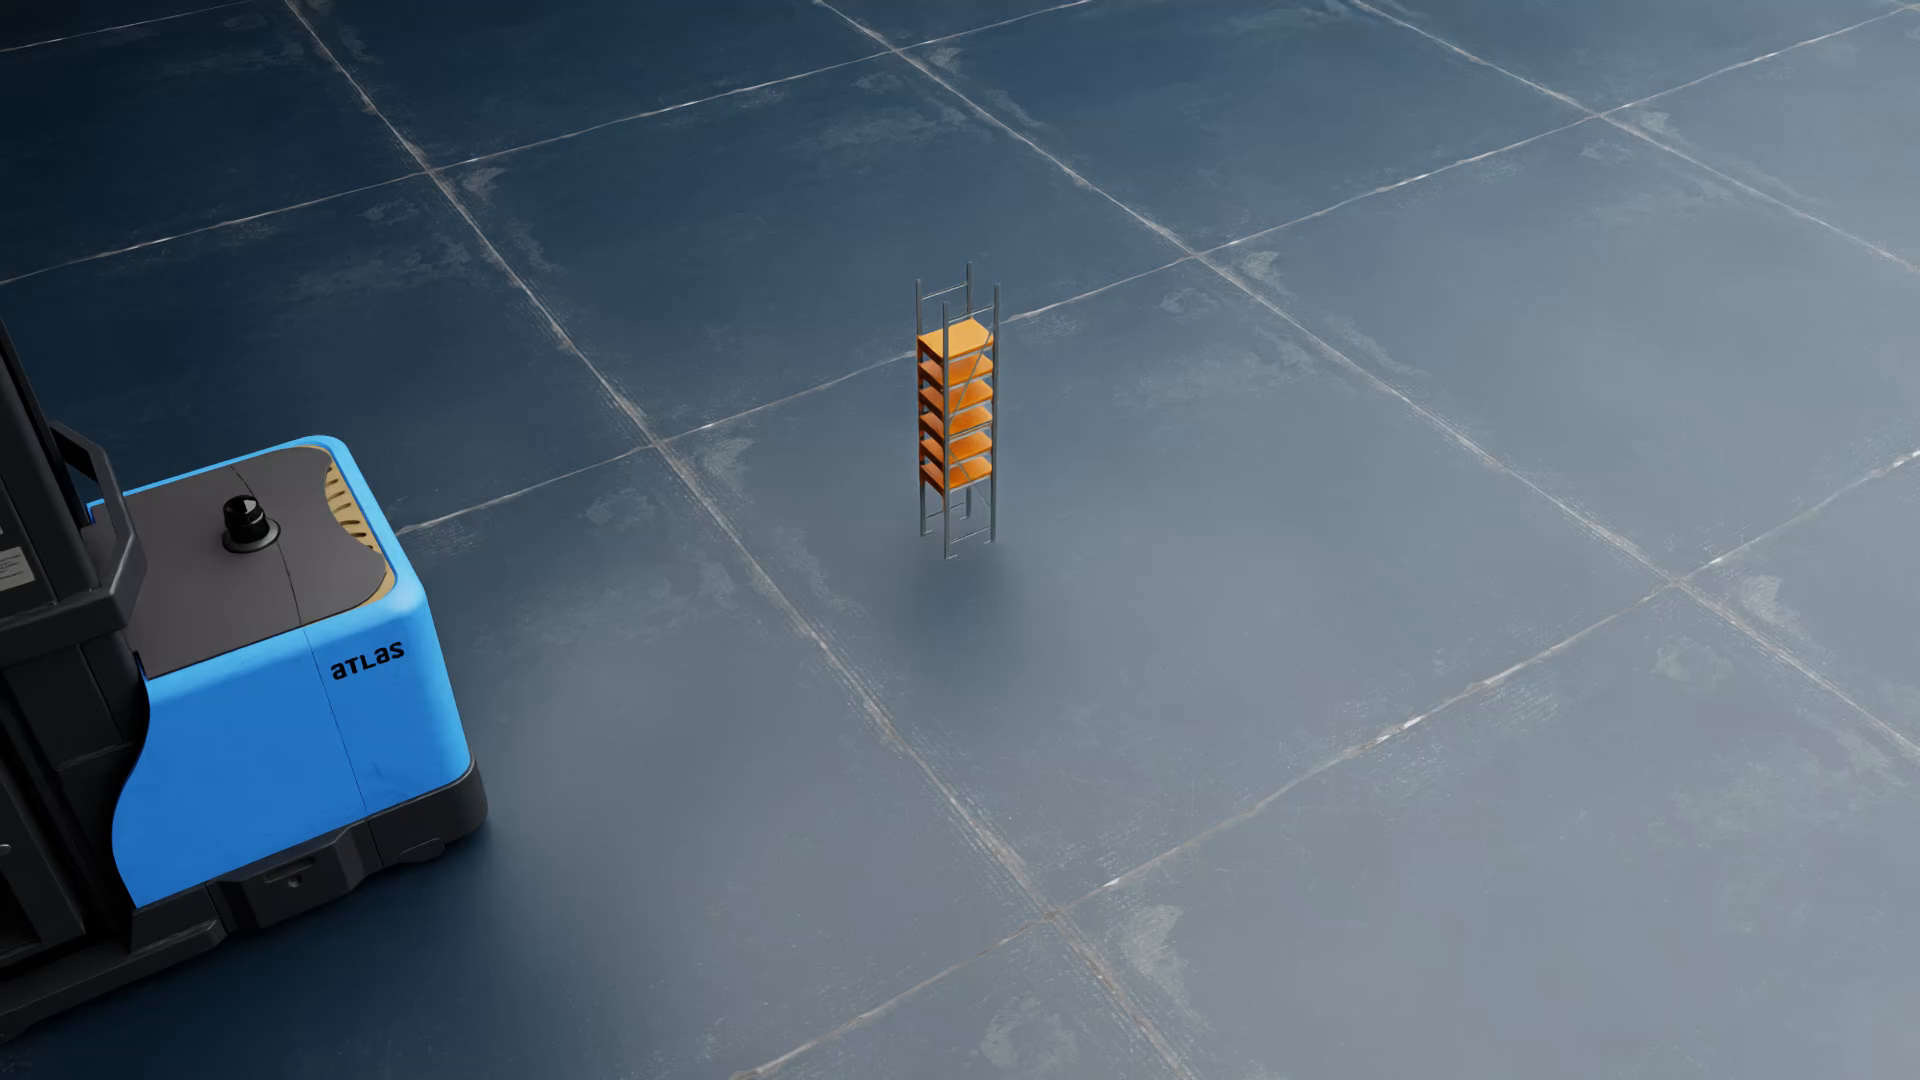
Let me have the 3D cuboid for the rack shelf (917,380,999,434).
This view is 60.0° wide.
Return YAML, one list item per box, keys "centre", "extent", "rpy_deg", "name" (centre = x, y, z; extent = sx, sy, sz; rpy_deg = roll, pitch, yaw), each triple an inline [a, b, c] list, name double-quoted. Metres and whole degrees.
- centre: [-0.008, -0.527, 6.327]
  extent: [0.258, 0.103, 0.180]
  rpy_deg: [-22, 45, -24]
  name: "rack shelf"

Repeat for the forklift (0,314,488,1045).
- centre: [-3.102, 0.081, 4.363]
  extent: [3.031, 2.935, 1.130]
  rpy_deg: [-21, 44, -24]
  name: "forklift"

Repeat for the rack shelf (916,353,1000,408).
- centre: [-0.008, -0.619, 6.250]
  extent: [0.258, 0.103, 0.180]
  rpy_deg: [-22, 45, -24]
  name: "rack shelf"

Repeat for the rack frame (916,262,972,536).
- centre: [-0.057, -0.518, 6.435]
  extent: [0.240, 1.200, 0.006]
  rpy_deg: [-22, 45, -24]
  name: "rack frame"

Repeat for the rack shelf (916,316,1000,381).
- centre: [-0.008, -0.711, 6.173]
  extent: [0.258, 0.103, 0.180]
  rpy_deg: [-22, 45, -24]
  name: "rack shelf"

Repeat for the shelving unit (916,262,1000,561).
- centre: [-0.008, -0.469, 6.375]
  extent: [0.258, 1.200, 0.189]
  rpy_deg: [-22, 45, -24]
  name: "shelving unit"

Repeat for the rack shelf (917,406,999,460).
- centre: [-0.008, -0.435, 6.404]
  extent: [0.258, 0.103, 0.180]
  rpy_deg: [-22, 45, -24]
  name: "rack shelf"

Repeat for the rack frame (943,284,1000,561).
- centre: [0.041, -0.419, 6.316]
  extent: [0.240, 1.200, 0.006]
  rpy_deg: [-22, 45, -24]
  name: "rack frame"

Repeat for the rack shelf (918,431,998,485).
- centre: [-0.008, -0.342, 6.481]
  extent: [0.258, 0.103, 0.180]
  rpy_deg: [-22, 45, -24]
  name: "rack shelf"

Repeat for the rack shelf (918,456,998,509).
- centre: [-0.008, -0.250, 6.557]
  extent: [0.258, 0.103, 0.180]
  rpy_deg: [-22, 45, -24]
  name: "rack shelf"
